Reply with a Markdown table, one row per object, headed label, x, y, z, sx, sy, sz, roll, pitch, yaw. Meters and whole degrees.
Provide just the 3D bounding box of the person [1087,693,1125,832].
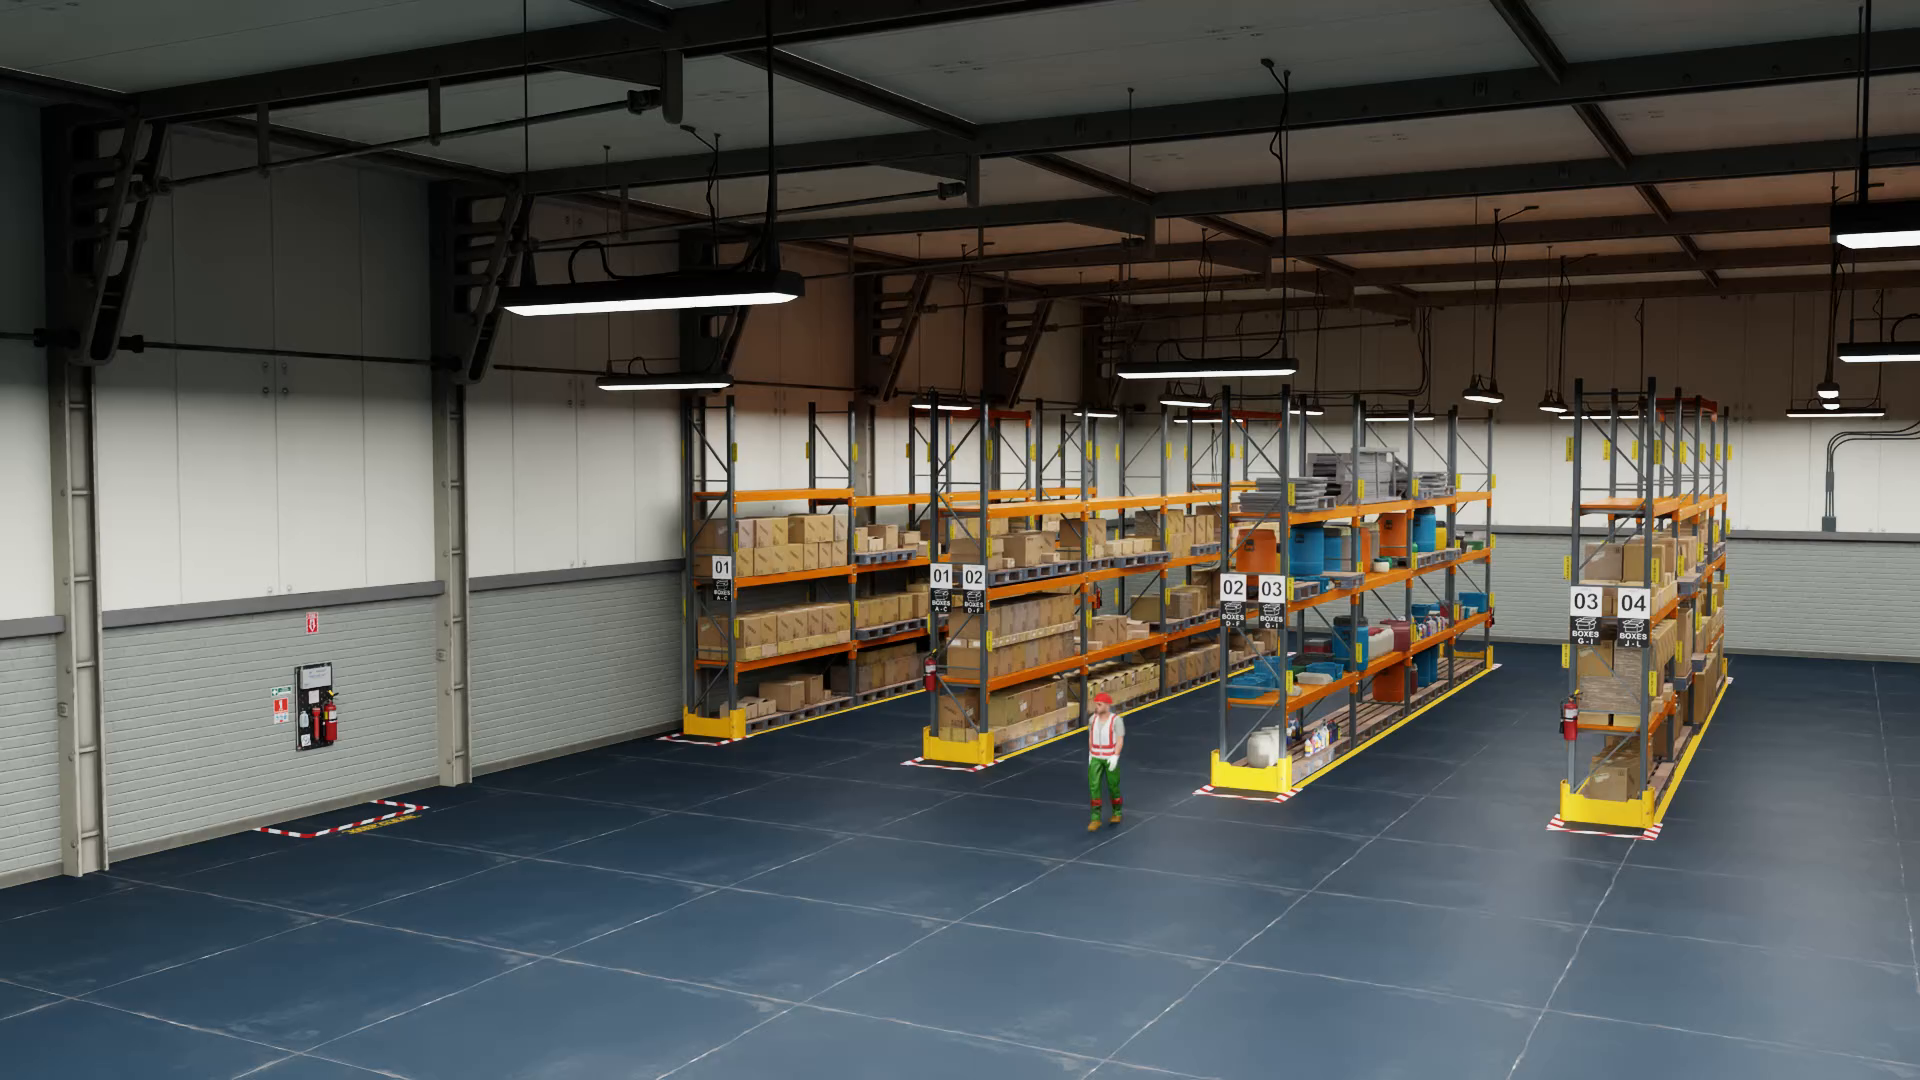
| label | x | y | z | sx | sy | sz | roll | pitch | yaw |
| --- | --- | --- | --- | --- | --- | --- | --- | --- | --- |
| person | 1.915 | 2.955 | 22.230 | 0.569 | 1.819 | 0.756 | 2 | 3 | 29 |
